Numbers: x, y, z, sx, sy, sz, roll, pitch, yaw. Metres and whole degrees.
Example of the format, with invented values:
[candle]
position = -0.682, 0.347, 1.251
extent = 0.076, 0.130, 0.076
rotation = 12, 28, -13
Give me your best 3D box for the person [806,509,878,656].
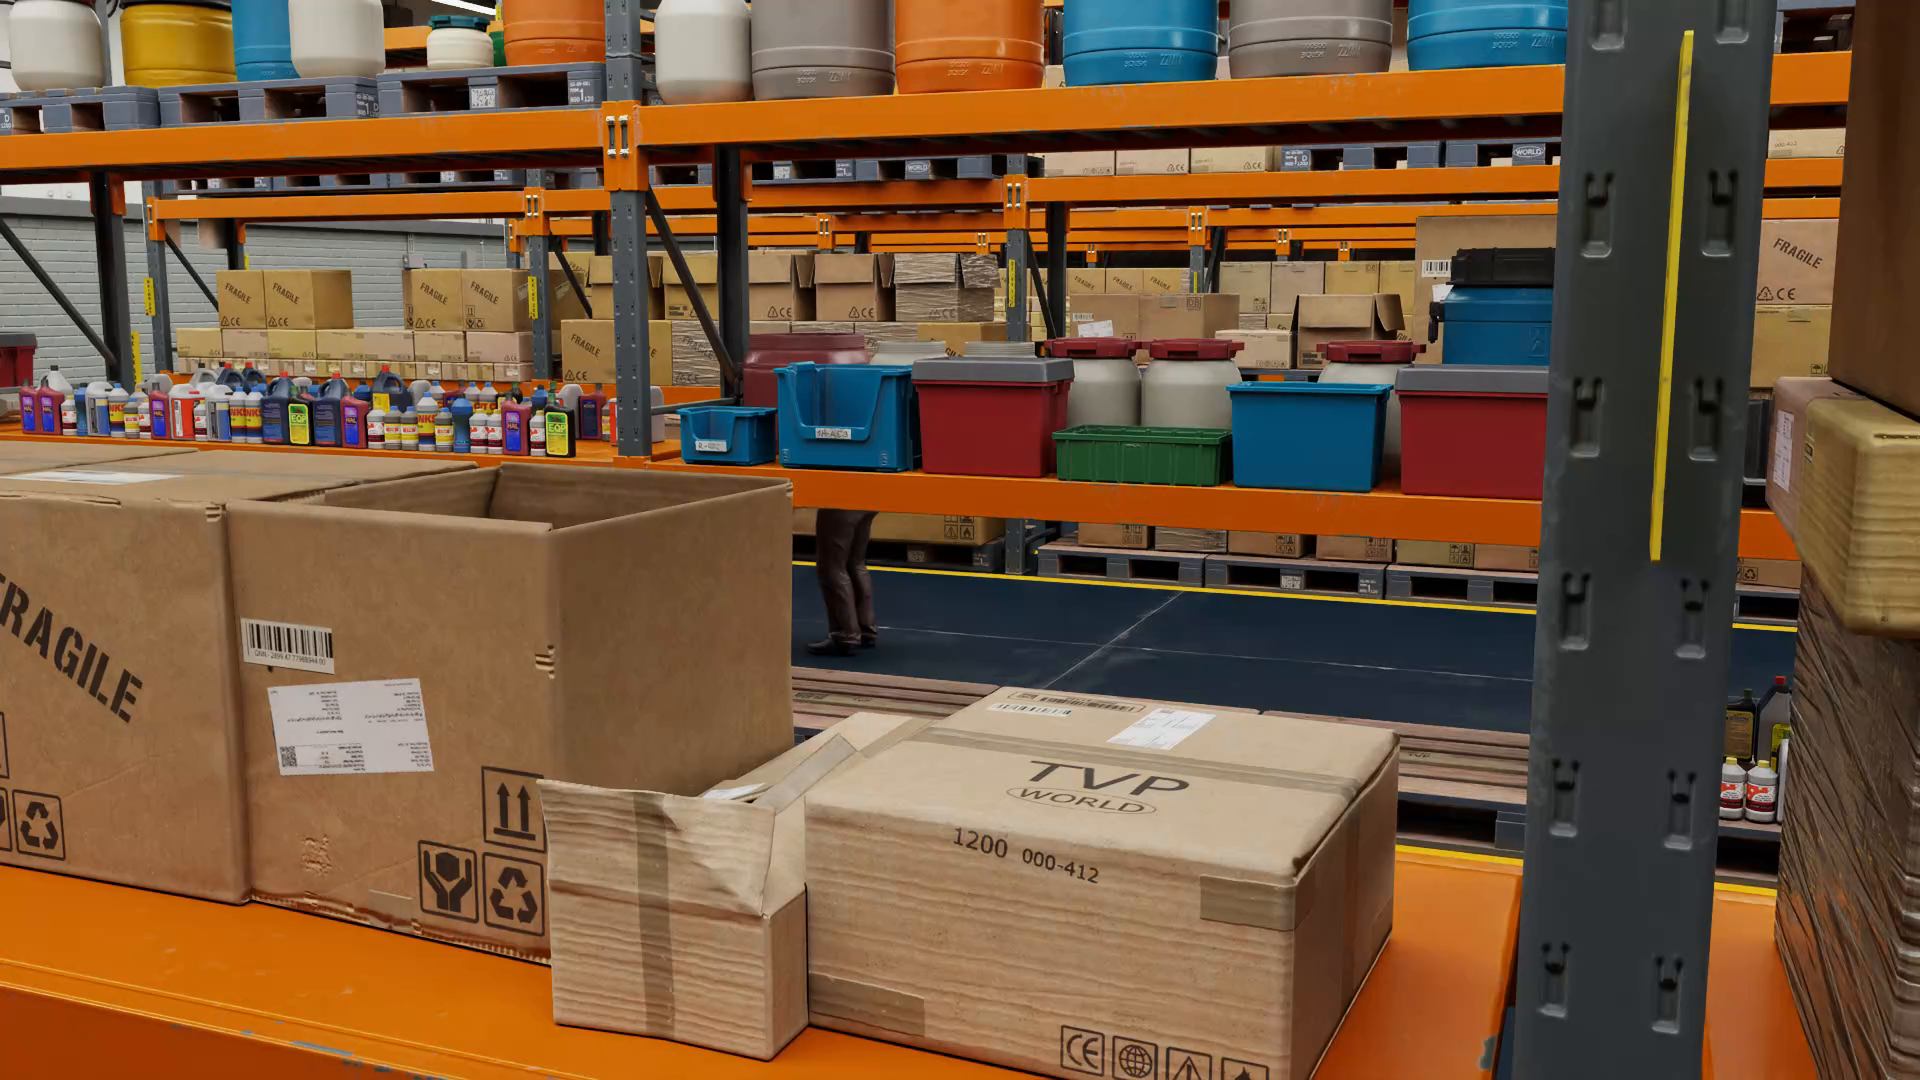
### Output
[person]
position = -0.732, -0.220, 9.411
extent = 0.558, 1.711, 0.494
rotation = 4, 9, 22
